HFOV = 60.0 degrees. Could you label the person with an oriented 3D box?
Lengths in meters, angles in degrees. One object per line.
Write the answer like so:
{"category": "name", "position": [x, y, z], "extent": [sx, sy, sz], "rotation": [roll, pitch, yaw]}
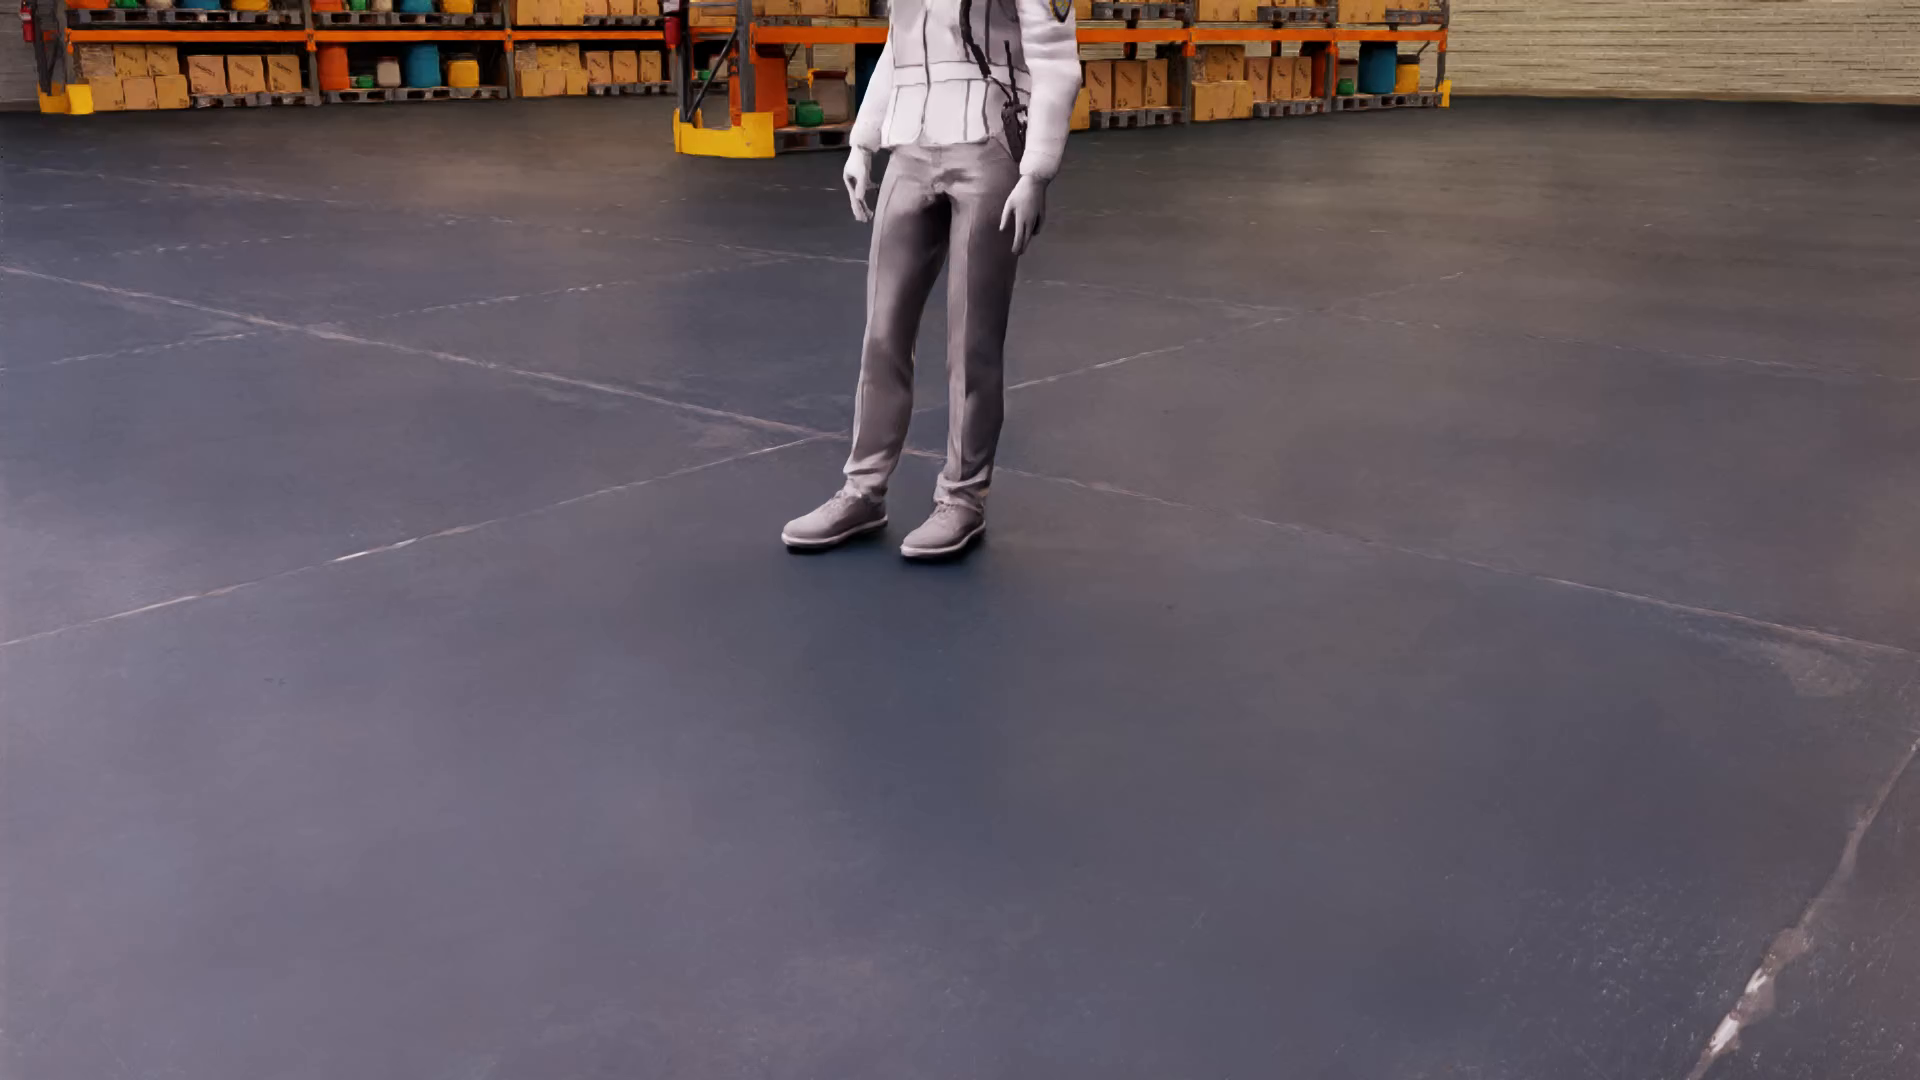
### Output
{"category": "person", "position": [-0.048, -0.804, 3.648], "extent": [0.586, 1.695, 0.532], "rotation": [13, 21, 37]}
